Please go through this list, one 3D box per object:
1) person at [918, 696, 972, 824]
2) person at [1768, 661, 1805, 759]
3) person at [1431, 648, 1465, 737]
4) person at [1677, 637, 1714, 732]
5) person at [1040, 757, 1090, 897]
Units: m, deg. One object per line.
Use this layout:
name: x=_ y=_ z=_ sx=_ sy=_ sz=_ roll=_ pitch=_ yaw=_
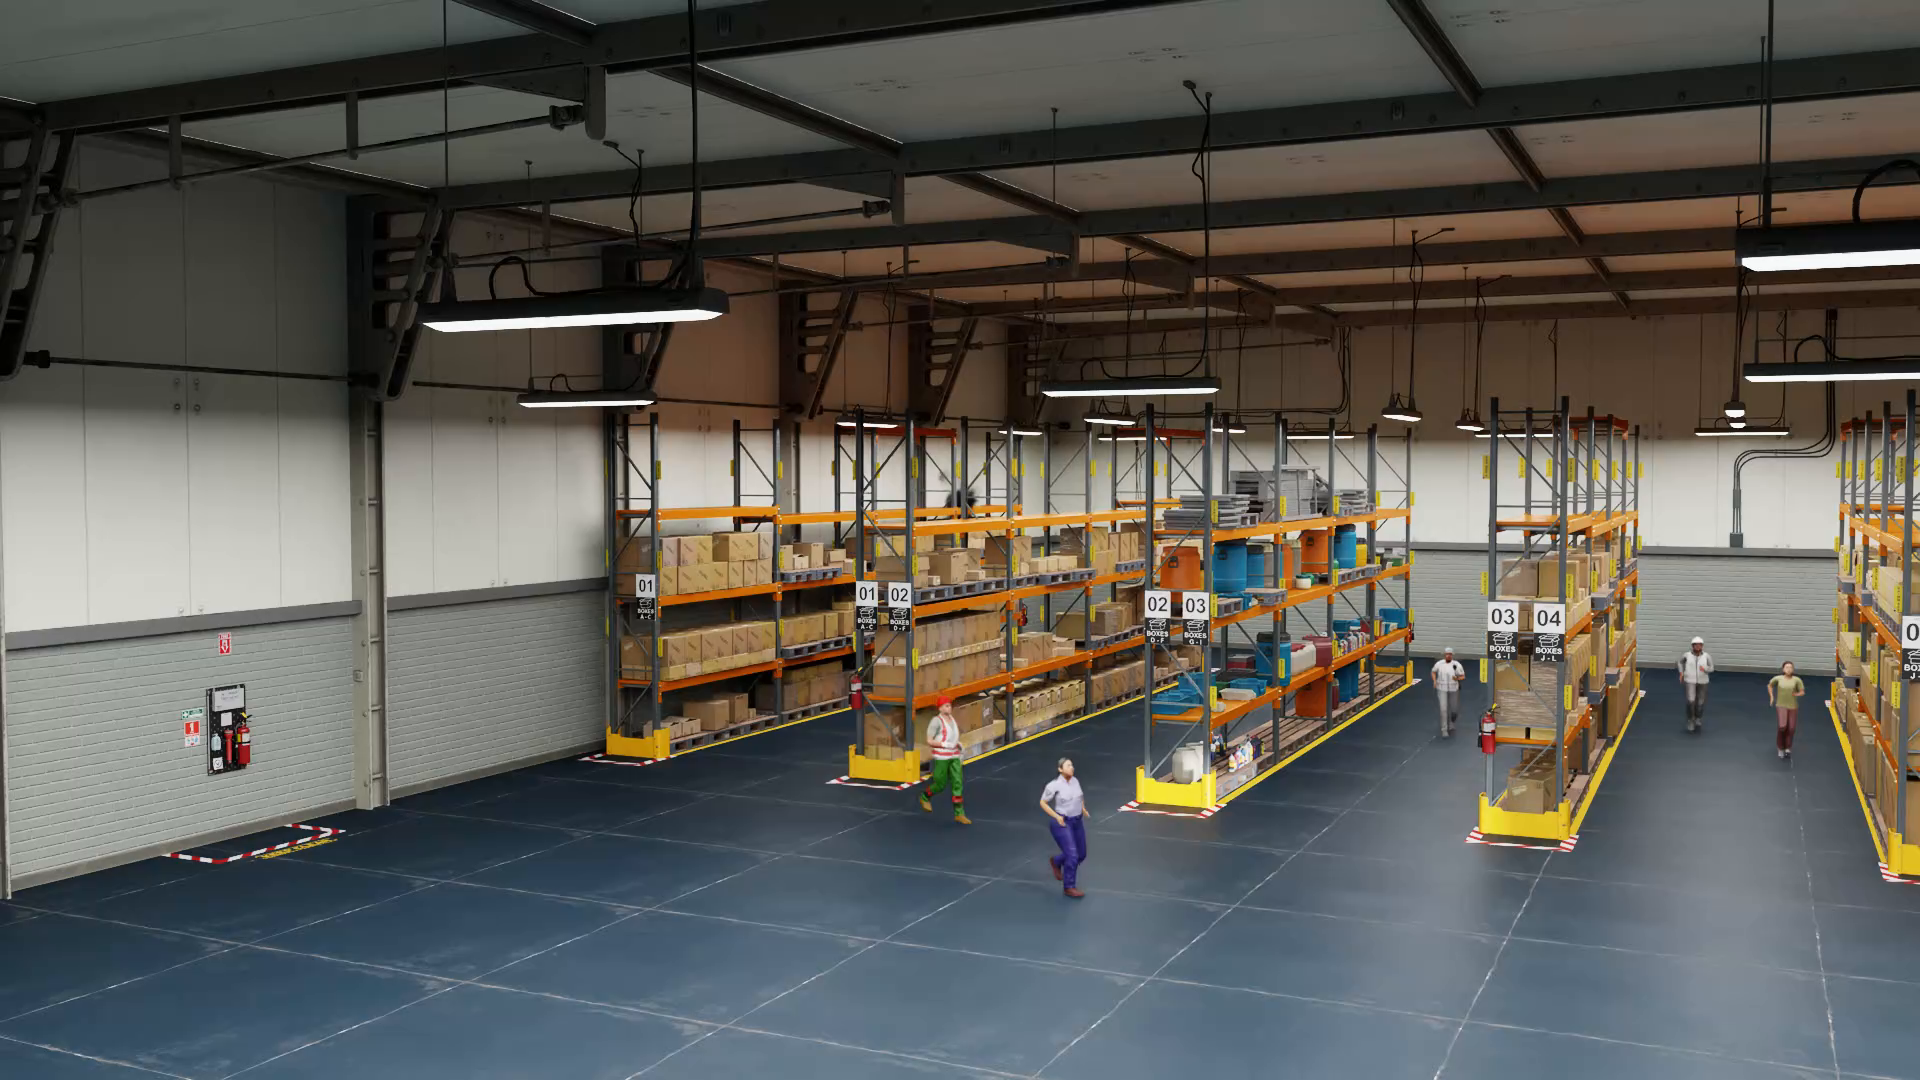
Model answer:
person: x=-0.204 y=3.096 z=23.576 sx=0.654 sy=1.776 sz=0.985 roll=-2 pitch=3 yaw=-44
person: x=14.380 y=2.951 z=28.918 sx=0.545 sy=1.700 sz=0.697 roll=1 pitch=3 yaw=17
person: x=9.200 y=2.846 z=31.345 sx=0.614 sy=1.643 sz=0.918 roll=1 pitch=2 yaw=13
person: x=14.161 y=2.776 z=31.992 sx=0.624 sy=1.831 sz=0.752 roll=1 pitch=2 yaw=16
person: x=1.233 y=3.372 z=19.685 sx=0.613 sy=1.599 sz=0.687 roll=-2 pitch=3 yaw=-40
